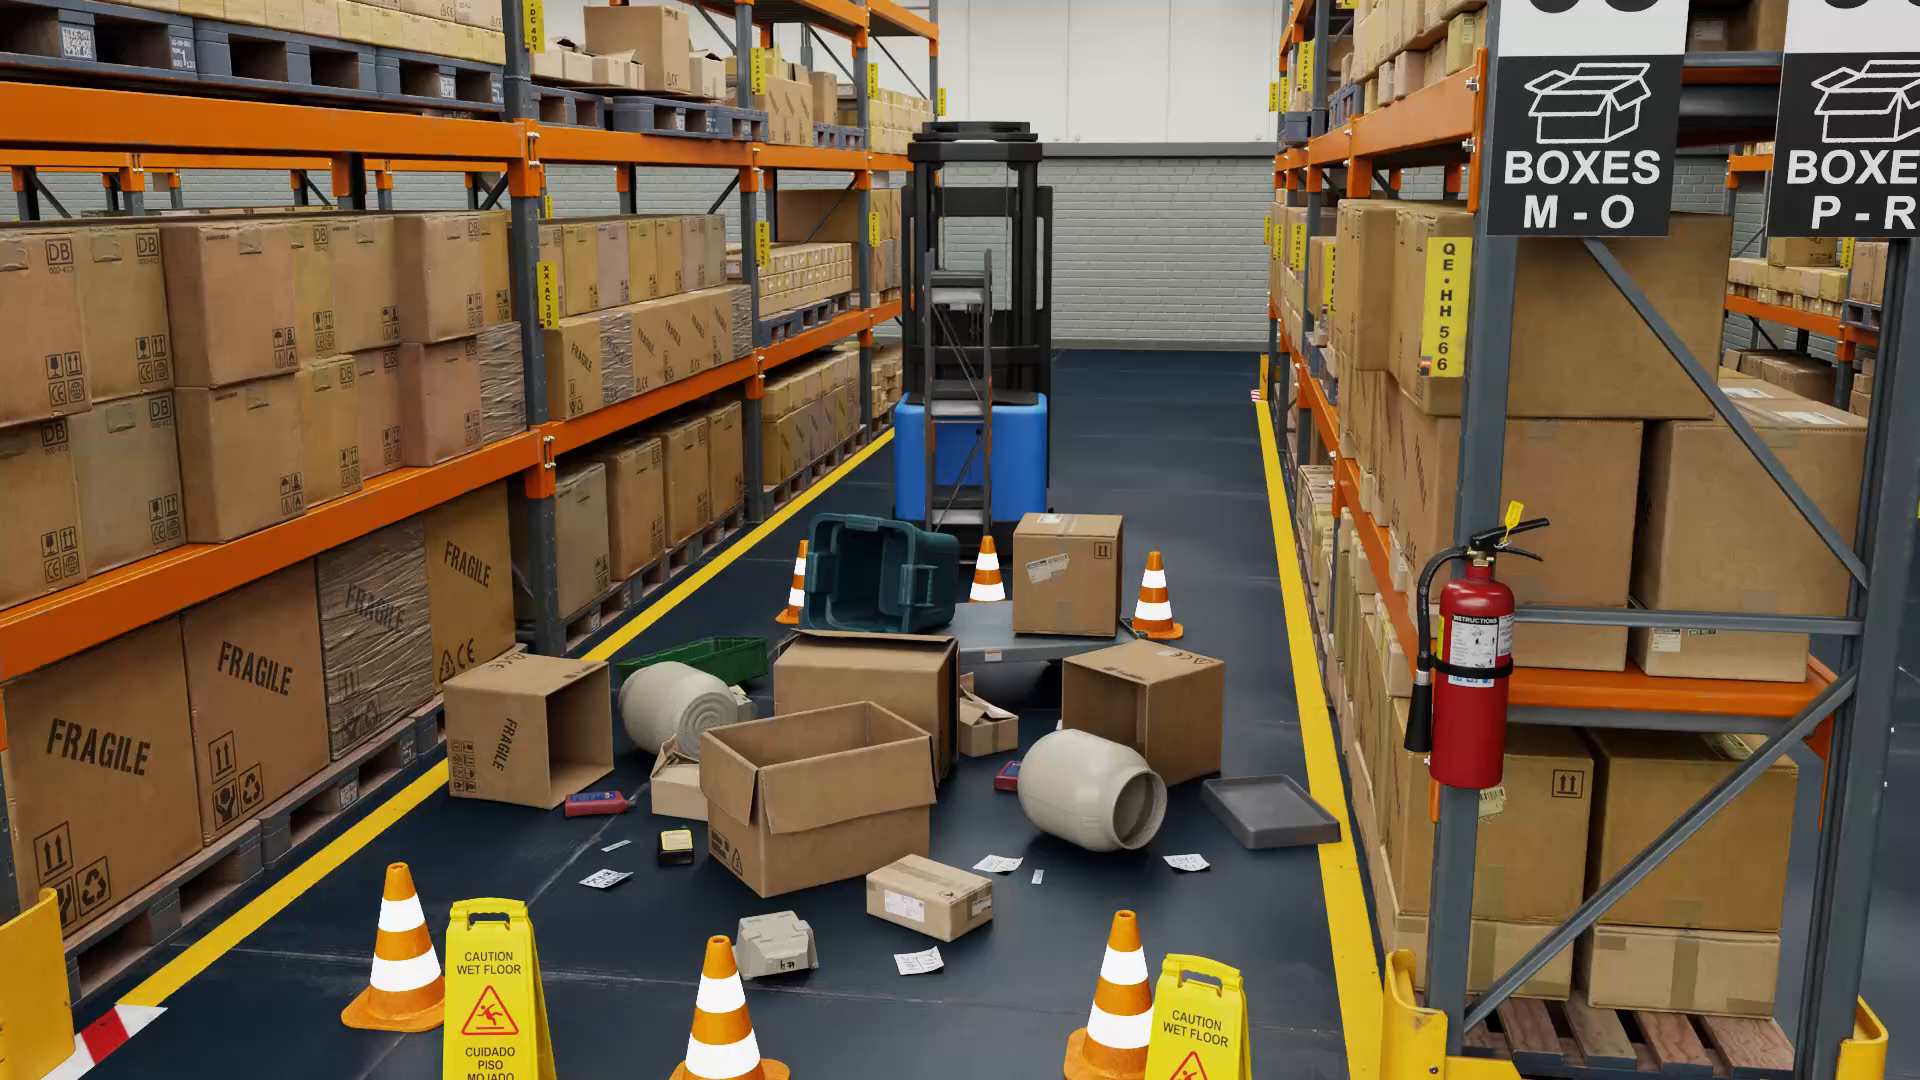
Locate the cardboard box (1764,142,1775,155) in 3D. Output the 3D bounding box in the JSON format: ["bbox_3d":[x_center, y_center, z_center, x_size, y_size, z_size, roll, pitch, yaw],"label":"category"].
[{"bbox_3d":[8.531,-4.048,17.131,0.380,0.149,0.250,2,12,8],"label":"cardboard box"}]

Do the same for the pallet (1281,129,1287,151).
[{"bbox_3d":[3.860,-4.148,17.211,1.003,0.211,1.213,2,12,9],"label":"pallet"}]

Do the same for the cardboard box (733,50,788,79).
[{"bbox_3d":[-1.574,-3.735,13.029,0.396,0.266,0.258,2,12,9],"label":"cardboard box"}]

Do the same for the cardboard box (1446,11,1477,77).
[{"bbox_3d":[1.472,-1.284,4.305,0.380,0.149,0.250,2,12,9],"label":"cardboard box"}]

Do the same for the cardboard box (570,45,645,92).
[{"bbox_3d":[-2.106,-2.813,9.892,0.396,0.266,0.258,2,12,9],"label":"cardboard box"}]

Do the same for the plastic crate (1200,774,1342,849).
[{"bbox_3d":[1.251,1.091,6.741,0.402,0.080,0.583,-2,12,-11],"label":"plastic crate"}]

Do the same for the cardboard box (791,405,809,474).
[{"bbox_3d":[-1.554,-0.836,13.687,0.500,0.500,0.500,2,12,9],"label":"cardboard box"}]

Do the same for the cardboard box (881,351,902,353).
[{"bbox_3d":[-0.688,-2.040,18.697,0.380,0.149,0.250,2,12,11],"label":"cardboard box"}]

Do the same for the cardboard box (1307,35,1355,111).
[{"bbox_3d":[2.827,-3.275,11.706,0.797,0.503,0.637,1,12,5],"label":"cardboard box"}]

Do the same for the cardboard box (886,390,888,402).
[{"bbox_3d":[-0.975,-1.539,17.783,0.380,0.149,0.250,1,12,6],"label":"cardboard box"}]

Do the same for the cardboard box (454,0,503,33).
[{"bbox_3d":[-2.426,-2.458,7.573,0.500,0.250,0.500,2,12,8],"label":"cardboard box"}]

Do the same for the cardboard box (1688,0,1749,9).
[{"bbox_3d":[2.028,-1.438,4.077,0.500,0.250,0.500,2,12,8],"label":"cardboard box"}]

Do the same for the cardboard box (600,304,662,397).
[{"bbox_3d":[-2.100,-1.135,9.901,0.500,0.500,0.500,2,12,8],"label":"cardboard box"}]

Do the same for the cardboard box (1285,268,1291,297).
[{"bbox_3d":[3.031,-2.177,14.143,0.500,0.250,0.500,2,12,9],"label":"cardboard box"}]

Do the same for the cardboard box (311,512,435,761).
[{"bbox_3d":[-2.904,0.374,7.185,0.875,0.875,0.875,2,12,9],"label":"cardboard box"}]

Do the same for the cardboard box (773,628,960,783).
[{"bbox_3d":[-0.408,0.708,7.193,0.797,0.637,0.503,2,12,9],"label":"cardboard box"}]

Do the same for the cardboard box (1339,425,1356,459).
[{"bbox_3d":[1.938,-0.458,7.597,0.380,0.149,0.250,2,12,8],"label":"cardboard box"}]

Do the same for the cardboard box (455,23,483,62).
[{"bbox_3d":[-2.382,-2.235,7.486,0.380,0.149,0.250,2,12,10],"label":"cardboard box"}]

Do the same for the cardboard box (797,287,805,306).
[{"bbox_3d":[-1.518,-2.054,14.002,0.380,0.149,0.250,2,12,9],"label":"cardboard box"}]

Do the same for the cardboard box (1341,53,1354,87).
[{"bbox_3d":[2.763,-2.787,10.450,0.700,0.500,0.500,2,12,9],"label":"cardboard box"}]

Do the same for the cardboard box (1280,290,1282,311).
[{"bbox_3d":[3.352,-2.455,16.030,0.500,0.500,0.500,2,12,9],"label":"cardboard box"}]

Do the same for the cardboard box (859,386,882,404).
[{"bbox_3d":[-1.001,-1.463,16.727,0.380,0.149,0.250,2,12,11],"label":"cardboard box"}]

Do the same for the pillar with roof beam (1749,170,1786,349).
[{"bbox_3d":[6.105,-6.579,21.159,9.100,9.000,0.400,2,12,9],"label":"pillar with roof beam"}]

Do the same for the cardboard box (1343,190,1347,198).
[{"bbox_3d":[3.862,-3.268,15.886,0.380,0.149,0.250,2,12,9],"label":"cardboard box"}]

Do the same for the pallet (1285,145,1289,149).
[{"bbox_3d":[3.670,-3.895,16.036,1.003,0.211,1.213,2,12,9],"label":"pallet"}]

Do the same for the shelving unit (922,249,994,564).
[{"bbox_3d":[-0.007,-0.796,10.692,0.431,2.100,0.503,0,13,2],"label":"shelving unit"}]

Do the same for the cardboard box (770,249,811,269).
[{"bbox_3d":[-1.483,-2.397,14.184,0.380,0.149,0.250,2,12,8],"label":"cardboard box"}]

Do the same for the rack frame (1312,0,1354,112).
[{"bbox_3d":[2.918,-4.402,11.058,1.000,3.000,0.127,2,12,9],"label":"rack frame"}]

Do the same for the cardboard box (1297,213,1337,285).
[{"bbox_3d":[2.739,-2.123,12.113,0.500,0.500,0.500,2,12,7],"label":"cardboard box"}]

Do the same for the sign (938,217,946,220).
[{"bbox_3d":[-0.213,-3.972,19.806,0.100,0.325,0.005,2,12,9],"label":"sign"}]

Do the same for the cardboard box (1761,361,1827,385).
[{"bbox_3d":[8.516,-1.550,17.002,0.500,0.500,0.500,2,12,10],"label":"cardboard box"}]

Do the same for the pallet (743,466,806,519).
[{"bbox_3d":[-1.867,-0.408,13.385,1.003,0.211,1.213,2,12,9],"label":"pallet"}]

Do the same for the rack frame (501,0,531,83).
[{"bbox_3d":[-2.604,-3.708,7.841,1.000,3.000,0.127,2,12,9],"label":"rack frame"}]

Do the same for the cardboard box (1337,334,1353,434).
[{"bbox_3d":[1.960,-0.748,7.402,0.500,0.500,0.500,2,12,8],"label":"cardboard box"}]

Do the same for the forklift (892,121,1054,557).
[{"bbox_3d":[0.132,-1.576,12.349,1.130,2.935,3.031,1,12,2],"label":"forklift"}]

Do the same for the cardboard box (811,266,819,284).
[{"bbox_3d":[-1.438,-2.305,14.464,0.380,0.149,0.250,2,12,9],"label":"cardboard box"}]

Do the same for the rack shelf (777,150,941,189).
[{"bbox_3d":[-1.066,-3.972,17.892,1.077,0.370,4.000,2,12,9],"label":"rack shelf"}]

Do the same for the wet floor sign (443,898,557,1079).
[{"bbox_3d":[-1.267,1.278,4.532,0.267,0.644,0.232,0,12,-1],"label":"wet floor sign"}]

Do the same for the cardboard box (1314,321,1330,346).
[{"bbox_3d":[2.458,-1.320,10.599,0.380,0.149,0.250,2,12,9],"label":"cardboard box"}]

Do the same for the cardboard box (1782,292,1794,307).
[{"bbox_3d":[8.493,-2.414,16.672,0.380,0.149,0.250,2,12,9],"label":"cardboard box"}]

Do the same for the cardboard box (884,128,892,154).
[{"bbox_3d":[-0.973,-4.027,16.793,0.500,0.250,0.500,2,12,8],"label":"cardboard box"}]

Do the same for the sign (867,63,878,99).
[{"bbox_3d":[-0.824,-4.336,15.709,0.100,0.325,0.005,2,12,9],"label":"sign"}]

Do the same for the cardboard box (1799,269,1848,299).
[{"bbox_3d":[8.338,-2.433,15.811,0.500,0.250,0.500,2,12,9],"label":"cardboard box"}]

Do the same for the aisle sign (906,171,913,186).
[{"bbox_3d":[-0.450,-4.550,19.816,0.394,0.787,0.004,2,12,9],"label":"aisle sign"}]

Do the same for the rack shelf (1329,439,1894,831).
[{"bbox_3d":[1.995,0.132,5.971,1.077,0.370,4.000,2,12,9],"label":"rack shelf"}]

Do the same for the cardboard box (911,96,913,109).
[{"bbox_3d":[-0.724,-4.816,18.326,0.380,0.149,0.250,2,12,7],"label":"cardboard box"}]

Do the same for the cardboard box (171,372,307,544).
[{"bbox_3d":[-2.933,-0.323,6.016,0.875,0.550,0.550,2,12,9],"label":"cardboard box"}]

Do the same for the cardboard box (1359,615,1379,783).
[{"bbox_3d":[1.715,0.580,5.933,0.500,0.500,0.500,2,12,7],"label":"cardboard box"}]

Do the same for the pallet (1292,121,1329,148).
[{"bbox_3d":[3.134,-3.212,13.105,1.003,0.211,1.213,2,12,11],"label":"pallet"}]

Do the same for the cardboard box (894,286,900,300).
[{"bbox_3d":[-0.852,-2.642,17.731,0.380,0.149,0.250,2,12,11],"label":"cardboard box"}]

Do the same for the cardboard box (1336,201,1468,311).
[{"bbox_3d":[1.921,-1.129,6.797,0.700,0.500,0.500,2,12,9],"label":"cardboard box"}]

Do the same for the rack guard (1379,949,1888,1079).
[{"bbox_3d":[1.700,1.402,4.300,1.175,0.500,0.348,2,12,9],"label":"rack guard"}]
